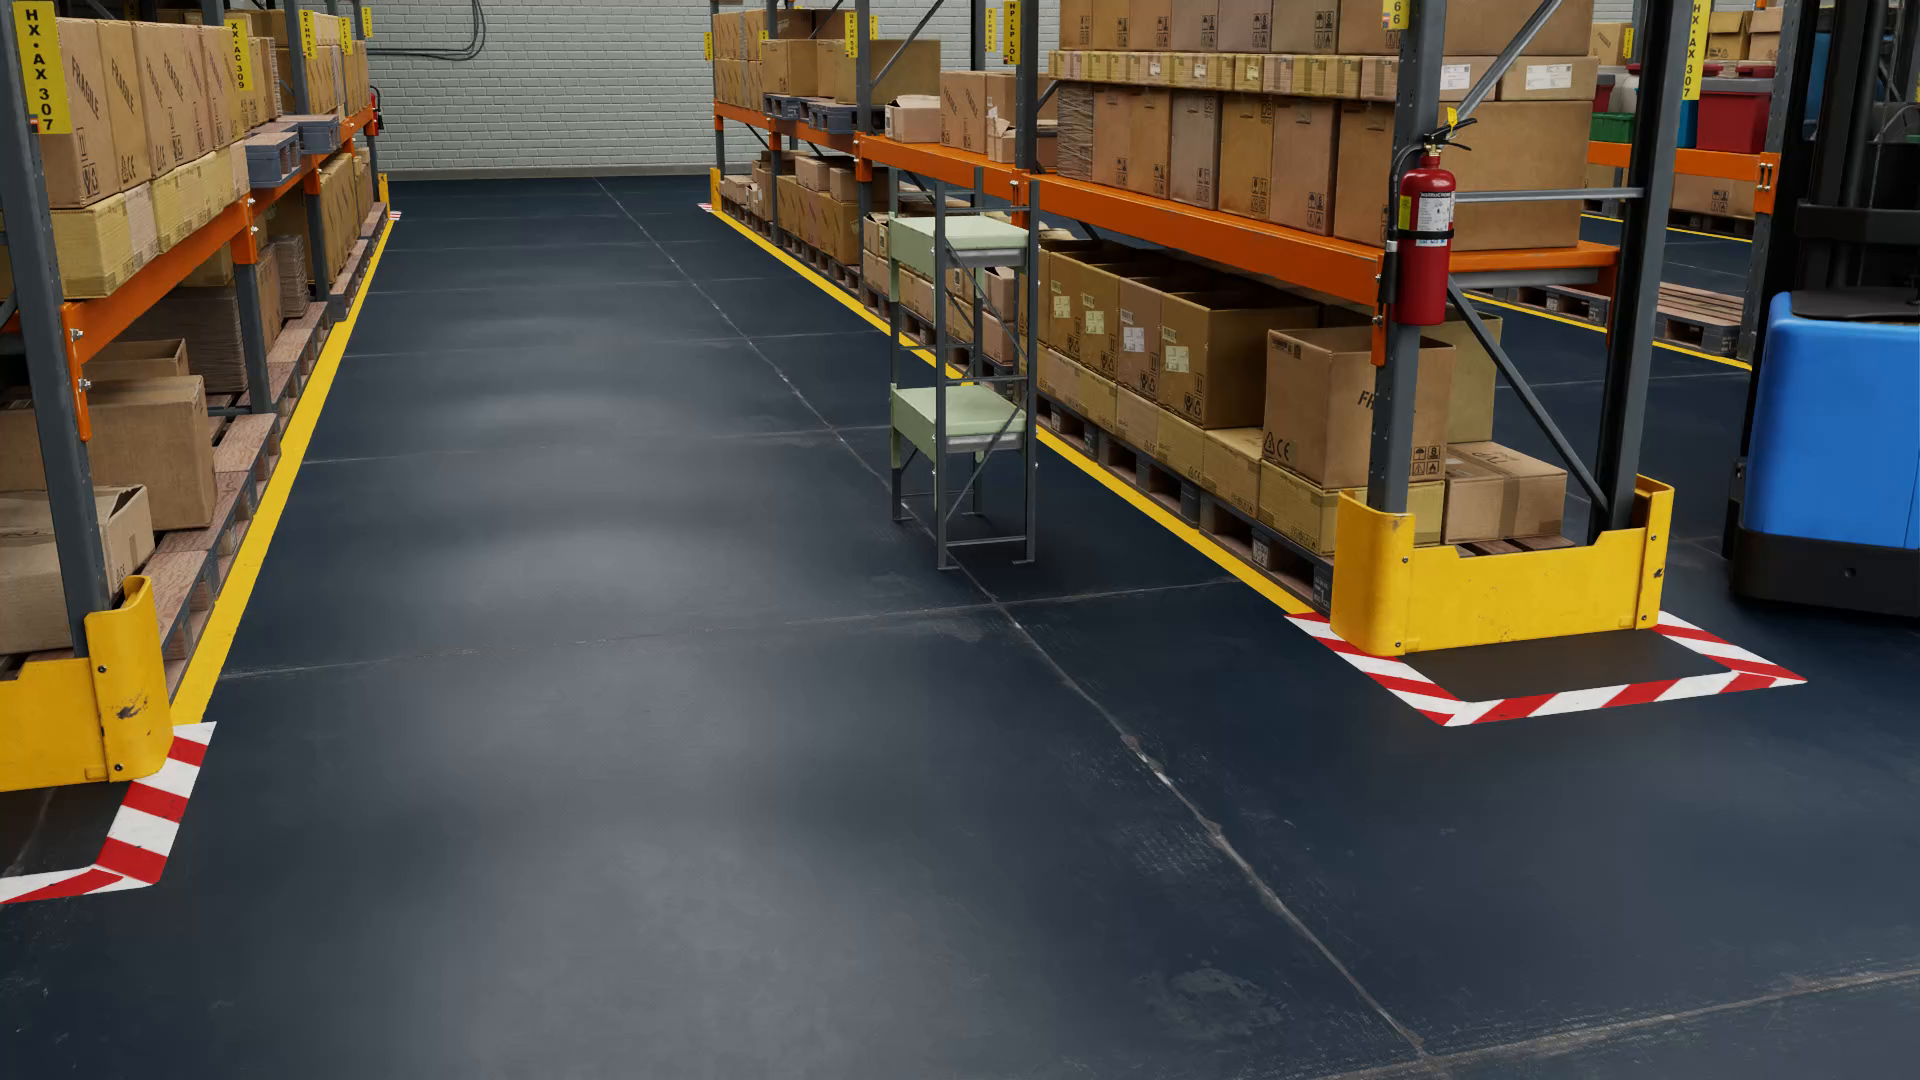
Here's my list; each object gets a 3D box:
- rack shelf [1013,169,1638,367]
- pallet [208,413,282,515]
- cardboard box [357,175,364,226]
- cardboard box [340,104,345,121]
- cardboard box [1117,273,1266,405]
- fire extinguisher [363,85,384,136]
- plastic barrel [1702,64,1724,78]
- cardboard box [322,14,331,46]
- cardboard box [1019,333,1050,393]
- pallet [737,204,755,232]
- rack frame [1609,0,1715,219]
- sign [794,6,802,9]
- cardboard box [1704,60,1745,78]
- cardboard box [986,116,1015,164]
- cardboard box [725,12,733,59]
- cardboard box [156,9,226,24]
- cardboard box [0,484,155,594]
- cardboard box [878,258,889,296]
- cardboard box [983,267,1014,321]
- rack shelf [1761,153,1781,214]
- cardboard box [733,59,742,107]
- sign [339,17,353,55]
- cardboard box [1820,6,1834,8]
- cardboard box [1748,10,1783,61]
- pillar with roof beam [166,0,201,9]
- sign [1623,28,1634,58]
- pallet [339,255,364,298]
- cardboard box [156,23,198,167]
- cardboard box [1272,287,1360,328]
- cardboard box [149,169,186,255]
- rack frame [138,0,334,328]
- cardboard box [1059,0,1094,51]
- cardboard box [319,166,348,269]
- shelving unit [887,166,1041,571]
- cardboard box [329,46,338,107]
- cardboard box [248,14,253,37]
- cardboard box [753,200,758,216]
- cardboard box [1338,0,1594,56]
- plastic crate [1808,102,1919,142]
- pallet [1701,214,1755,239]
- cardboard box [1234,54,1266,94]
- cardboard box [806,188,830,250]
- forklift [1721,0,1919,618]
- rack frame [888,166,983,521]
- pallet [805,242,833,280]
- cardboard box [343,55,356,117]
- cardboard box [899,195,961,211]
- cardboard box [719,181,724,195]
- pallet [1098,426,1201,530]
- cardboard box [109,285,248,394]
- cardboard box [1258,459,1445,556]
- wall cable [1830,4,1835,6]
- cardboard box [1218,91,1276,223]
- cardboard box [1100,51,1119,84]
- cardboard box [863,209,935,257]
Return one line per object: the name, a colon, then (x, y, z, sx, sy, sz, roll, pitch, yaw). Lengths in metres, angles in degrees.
rack shelf: (1.350, -1.346, 7.470, 1.077, 0.370, 4.000, -5, 17, -15)
pallet: (-3.743, -0.333, 7.693, 1.003, 0.211, 1.213, -5, 17, -15)
cardboard box: (-6.402, -3.422, 16.746, 0.700, 0.500, 0.500, -5, 17, -16)
cardboard box: (-5.703, -3.814, 14.838, 0.380, 0.149, 0.250, -4, 17, -14)
cardboard box: (1.041, -0.920, 7.546, 0.500, 0.500, 0.500, -5, 17, -15)
fire extinguisher: (-6.858, -5.033, 19.277, 0.296, 0.674, 0.183, -5, 17, -15)
plastic barrel: (5.310, -3.185, 12.104, 0.433, 0.535, 0.433, 0, 17, 0)
cardboard box: (-5.515, -4.231, 13.794, 0.500, 0.250, 0.500, -4, 17, -14)
cardboard box: (0.636, -0.976, 9.037, 0.500, 0.250, 0.500, -5, 17, -15)
pallet: (-1.925, -3.649, 18.735, 1.003, 0.211, 1.213, -5, 17, -15)
rack frame: (8.127, -5.239, 19.179, 1.000, 3.000, 0.127, -5, 17, -15)
sign: (-1.959, -6.308, 20.174, 0.100, 0.325, 0.005, -5, 17, -15)
cardboard box: (8.289, -4.862, 17.752, 0.500, 0.500, 0.500, -5, 17, -17)
cardboard box: (0.382, -2.408, 9.989, 0.396, 0.266, 0.258, -5, 17, -17)
cardboard box: (-2.346, -5.664, 18.681, 0.500, 0.500, 0.500, -4, 17, -14)
cardboard box: (-5.435, -3.622, 11.766, 0.500, 0.250, 0.500, -4, 17, -14)
cardboard box: (-3.123, -0.024, 5.727, 0.500, 0.311, 0.500, -3, 17, -11)
cardboard box: (-0.299, -1.928, 12.205, 0.500, 0.250, 0.500, -5, 17, -17)
cardboard box: (0.413, -1.486, 9.760, 0.500, 0.311, 0.500, -5, 17, -15)
rack shelf: (6.113, -1.737, 8.771, 1.077, 0.370, 4.000, -5, 17, -15)
cardboard box: (-2.212, -5.048, 18.369, 0.500, 0.500, 0.500, -4, 17, -15)
sign: (-5.641, -4.626, 15.265, 0.100, 0.325, 0.005, -5, 17, -15)
cardboard box: (11.959, -6.949, 22.443, 0.500, 0.500, 0.500, -5, 17, -16)
cardboard box: (8.674, -5.230, 17.231, 0.797, 0.503, 0.637, -4, 17, -13)
pillar with roof beam: (-3.045, -7.403, 15.955, 9.100, 9.000, 0.400, -5, 17, -15)
sign: (7.594, -5.647, 18.896, 0.100, 0.325, 0.005, -5, 17, -15)
pallet: (-5.537, -2.183, 13.853, 1.003, 0.211, 1.213, -5, 17, -15)
cardboard box: (-3.120, -1.620, 6.055, 0.500, 0.500, 0.500, -4, 17, -14)
cardboard box: (1.677, -0.822, 7.222, 0.500, 0.500, 0.500, -5, 17, -15)
cardboard box: (-2.982, -1.127, 5.715, 0.500, 0.250, 0.500, -5, 17, -16)
rack frame: (-5.061, -2.958, 11.585, 1.000, 3.000, 0.127, -5, 17, -15)
cardboard box: (0.928, -2.791, 8.601, 0.700, 0.500, 0.500, -5, 17, -15)
cardboard box: (-5.372, -2.586, 13.354, 0.750, 0.750, 0.750, -5, 17, -16)
shelving unit: (0.002, -0.716, 6.730, 0.431, 1.500, 0.755, -5, 17, -15)
cardboard box: (-5.512, -3.876, 13.917, 0.500, 0.500, 0.500, -5, 17, -15)
cardboard box: (-4.938, -3.434, 11.104, 0.380, 0.149, 0.250, -7, 18, -22)
cardboard box: (-1.989, -3.536, 17.702, 0.380, 0.149, 0.250, -5, 17, -15)
cardboard box: (1.769, -1.952, 5.806, 0.700, 0.500, 0.500, -5, 17, -15)
plastic crate: (5.585, -2.450, 10.002, 0.767, 0.338, 0.504, -5, 17, -15)
pallet: (8.751, -3.358, 17.764, 1.003, 0.211, 1.213, -5, 17, -15)
cardboard box: (1.328, -1.872, 6.669, 0.380, 0.149, 0.250, -4, 17, -14)
cardboard box: (-1.074, -2.892, 14.946, 0.500, 0.500, 0.500, -5, 18, -17)
forklift: (3.911, -1.466, 6.737, 1.130, 2.935, 3.031, 8, 18, 24)
rack frame: (-0.099, -0.818, 7.067, 0.400, 1.500, 0.023, -5, 17, -15)
pallet: (-0.800, -2.561, 15.112, 1.003, 0.211, 1.213, -5, 17, -15)
cardboard box: (-6.294, -4.359, 15.729, 0.980, 0.700, 0.700, -4, 17, -14)
cardboard box: (-0.299, -2.657, 14.163, 0.500, 0.500, 0.500, -5, 18, -17)
cardboard box: (-2.713, -4.266, 20.129, 0.380, 0.149, 0.250, -5, 17, -15)
pallet: (1.317, -0.347, 7.741, 1.003, 0.211, 1.213, -5, 17, -15)
cardboard box: (-4.180, -1.067, 8.871, 0.700, 0.500, 0.500, -4, 17, -13)
cardboard box: (1.468, -0.147, 6.276, 0.500, 0.250, 0.500, -5, 17, -15)
wall cable: (16.345, -9.289, 30.895, 0.588, 1.984, 0.122, -5, 17, -15)
cardboard box: (1.503, -1.598, 6.885, 0.700, 0.500, 0.500, -5, 17, -15)
cardboard box: (0.903, -2.300, 8.093, 0.380, 0.149, 0.250, -5, 17, -16)
cardboard box: (-0.438, -2.335, 12.587, 0.500, 0.311, 0.500, -4, 17, -13)
